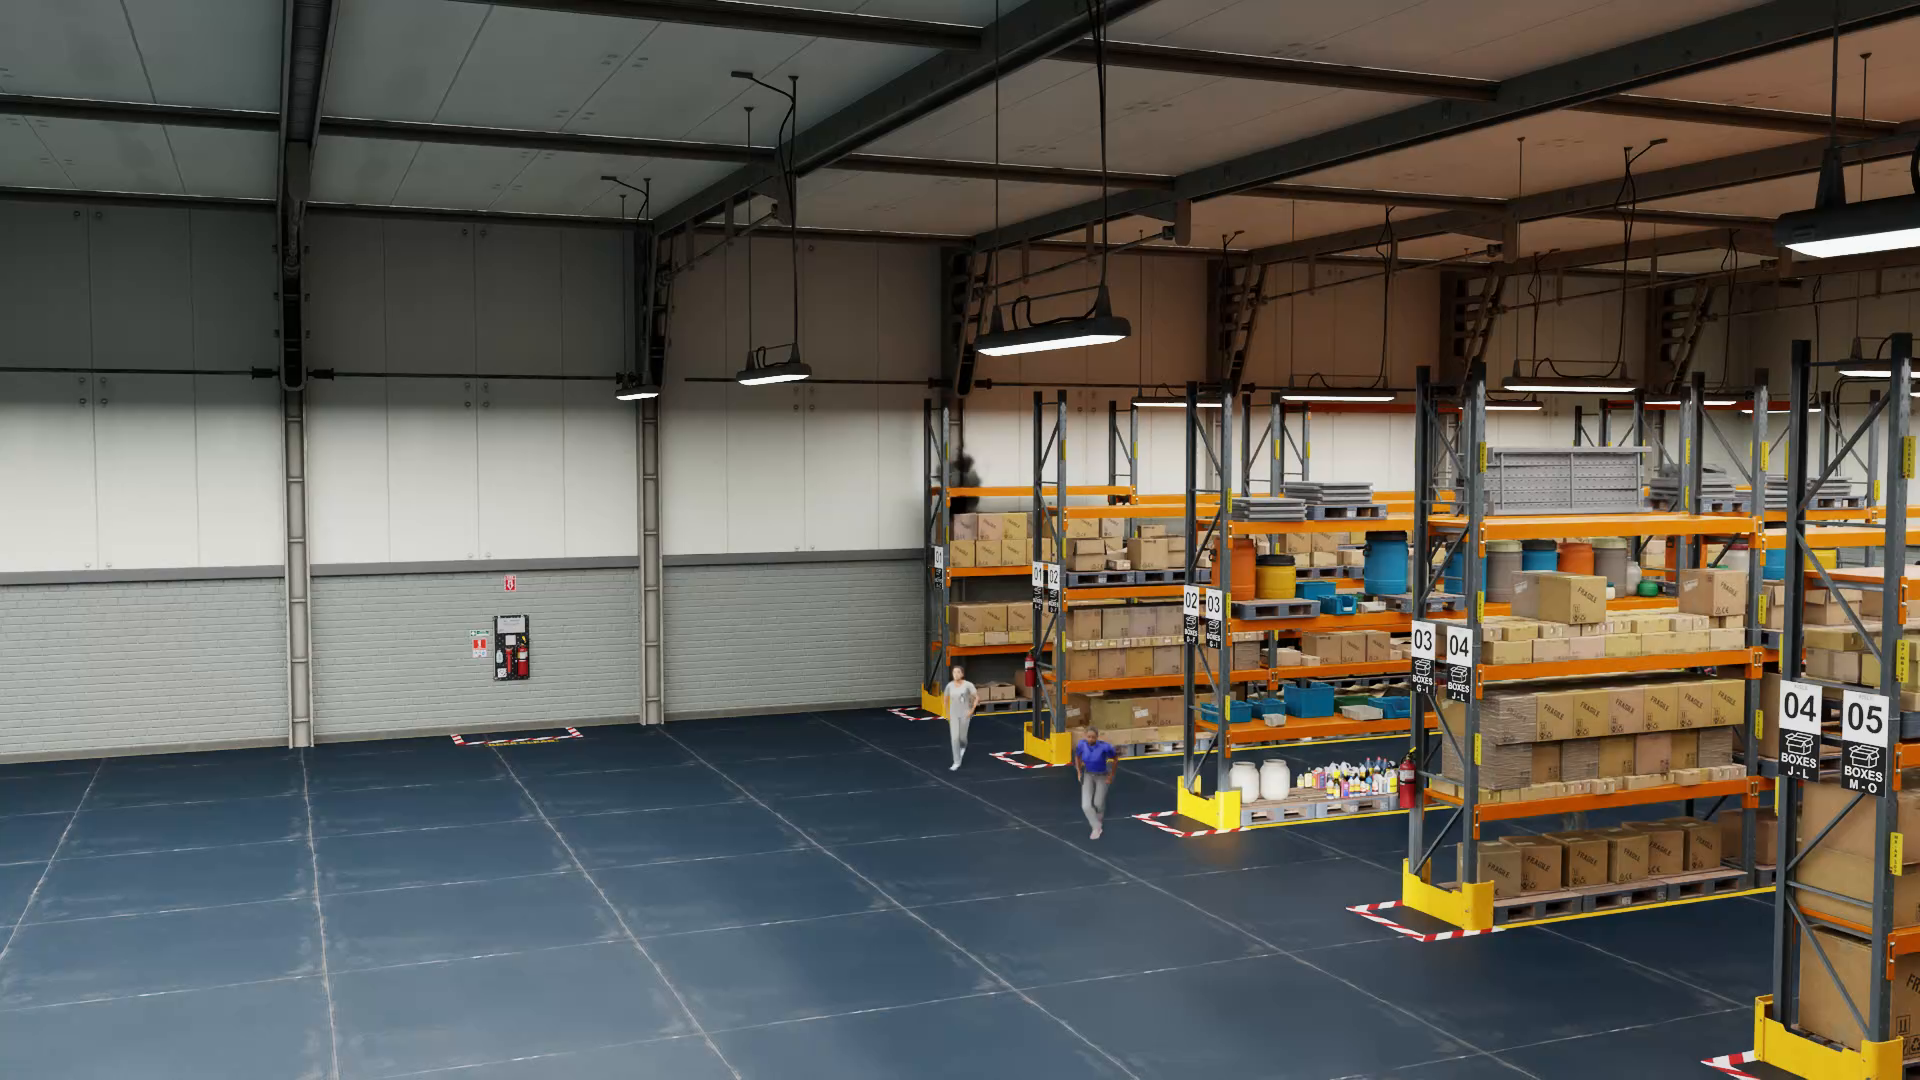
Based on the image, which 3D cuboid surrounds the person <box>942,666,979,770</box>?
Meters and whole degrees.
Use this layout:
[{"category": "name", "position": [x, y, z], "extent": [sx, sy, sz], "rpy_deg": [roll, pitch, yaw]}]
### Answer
[{"category": "person", "position": [0.013, 2.808, 26.359], "extent": [0.586, 1.643, 0.641], "rpy_deg": [1, 3, 12]}]

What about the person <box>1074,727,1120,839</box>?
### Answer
[{"category": "person", "position": [1.810, 3.149, 21.776], "extent": [0.585, 1.526, 0.871], "rpy_deg": [1, 4, 18]}]

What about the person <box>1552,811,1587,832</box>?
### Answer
[{"category": "person", "position": [7.807, 3.061, 21.354], "extent": [0.653, 1.692, 0.584], "rpy_deg": [-2, 4, -36]}]
